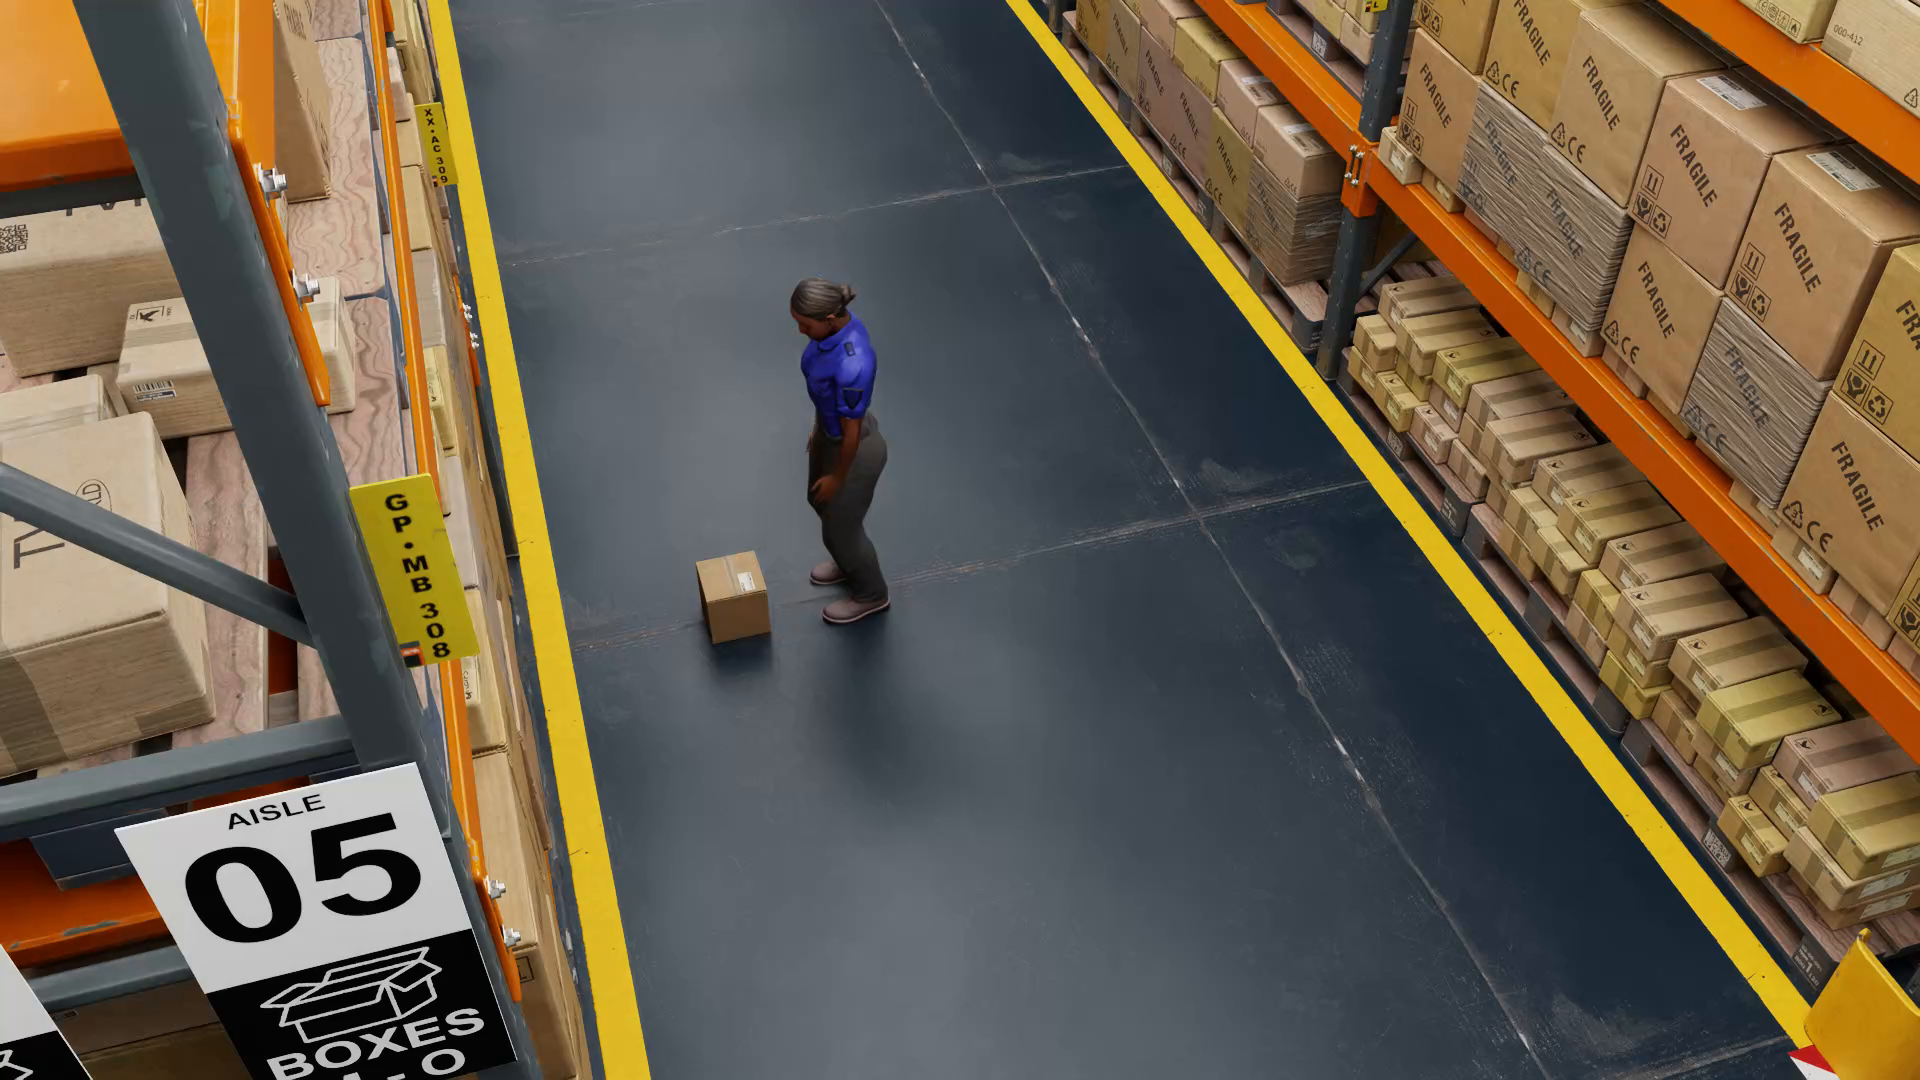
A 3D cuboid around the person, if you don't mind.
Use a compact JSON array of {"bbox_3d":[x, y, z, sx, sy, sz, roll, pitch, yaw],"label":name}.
[{"bbox_3d":[-0.463,-0.351,6.576,0.337,1.631,0.448,-11,44,-12],"label":"person"}]
